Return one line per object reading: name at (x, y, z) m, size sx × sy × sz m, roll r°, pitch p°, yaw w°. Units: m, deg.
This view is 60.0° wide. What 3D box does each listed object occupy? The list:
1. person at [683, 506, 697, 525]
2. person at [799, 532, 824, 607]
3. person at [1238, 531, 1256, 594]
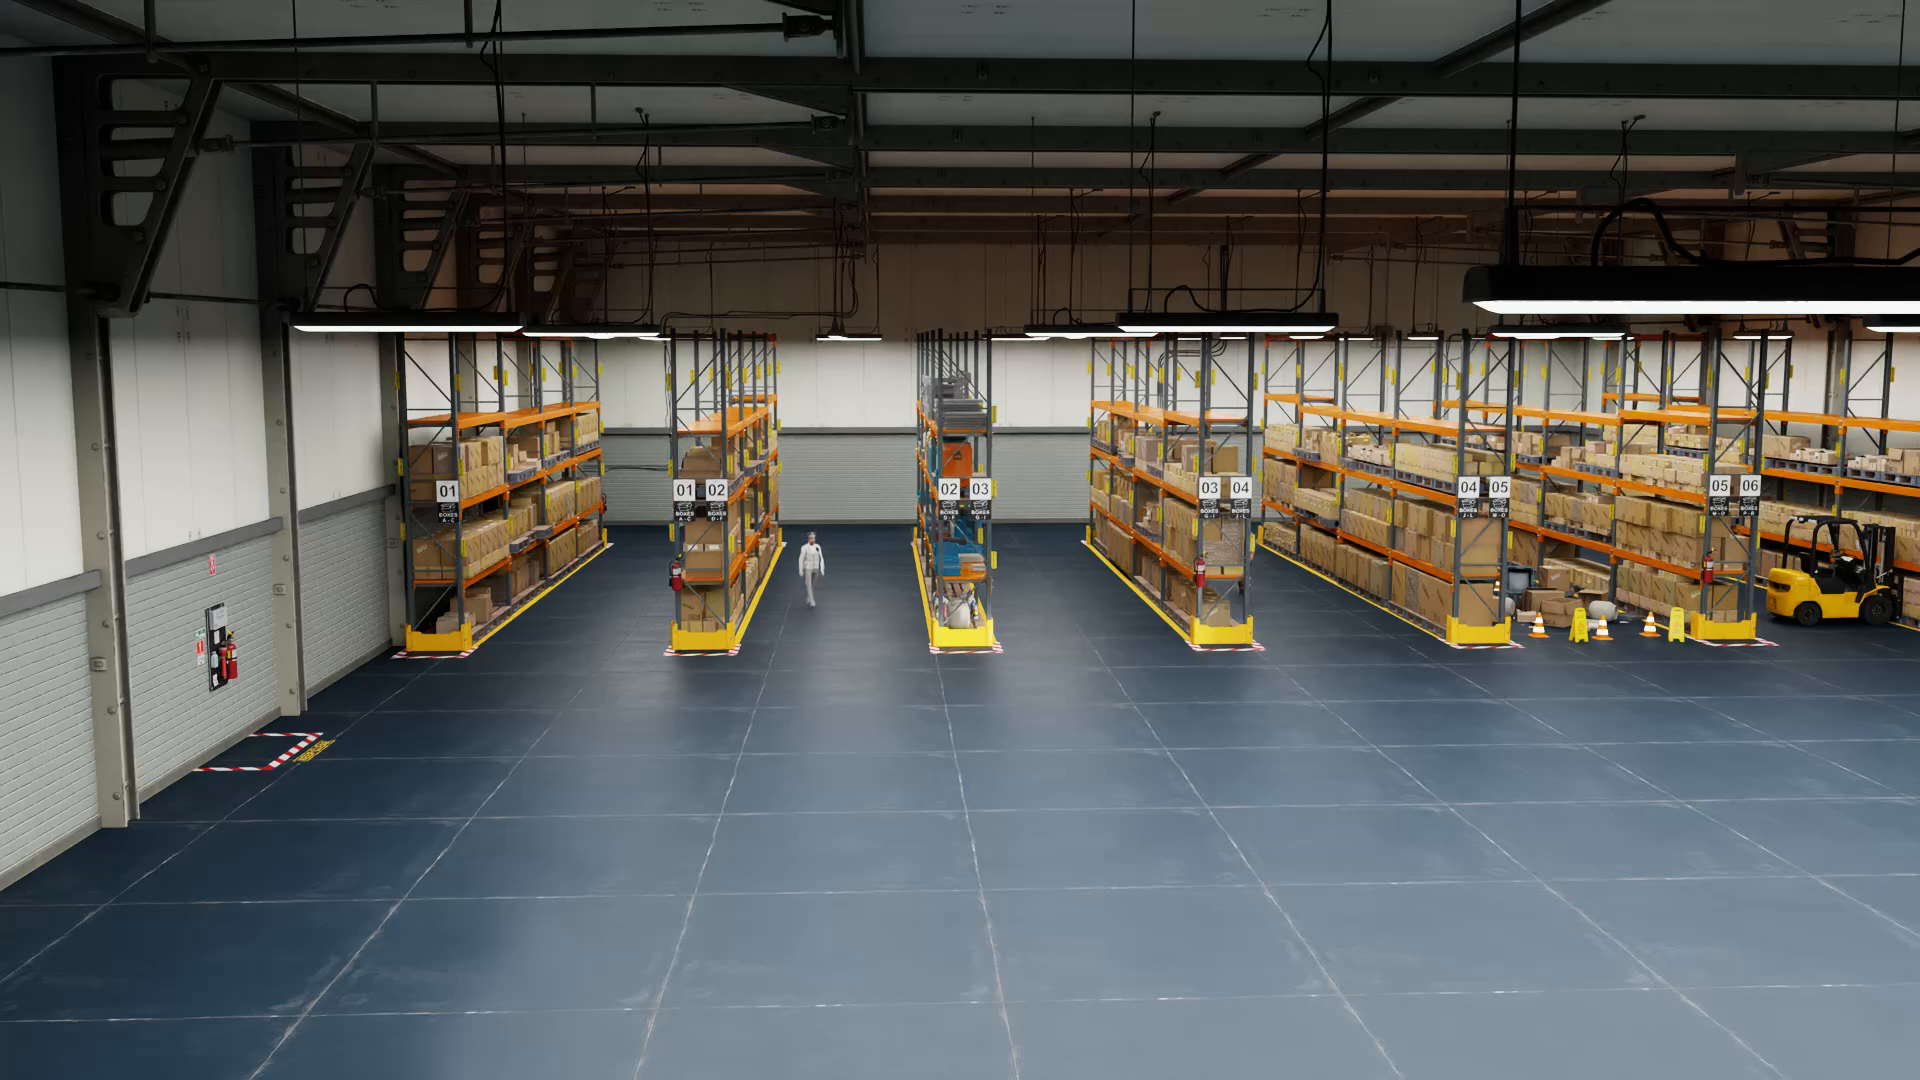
person at (-8.312, -1.113, 51.329) m, size 0.765 × 1.564 × 0.415 m, roll 4°, pitch 8°, yaw 30°
person at (-3.203, 0.634, 36.137) m, size 0.521 × 1.627 × 1.019 m, roll -4°, pitch 8°, yaw -31°
person at (6.530, 0.374, 38.320) m, size 0.598 × 1.703 × 0.602 m, roll 2°, pitch 7°, yaw 14°
